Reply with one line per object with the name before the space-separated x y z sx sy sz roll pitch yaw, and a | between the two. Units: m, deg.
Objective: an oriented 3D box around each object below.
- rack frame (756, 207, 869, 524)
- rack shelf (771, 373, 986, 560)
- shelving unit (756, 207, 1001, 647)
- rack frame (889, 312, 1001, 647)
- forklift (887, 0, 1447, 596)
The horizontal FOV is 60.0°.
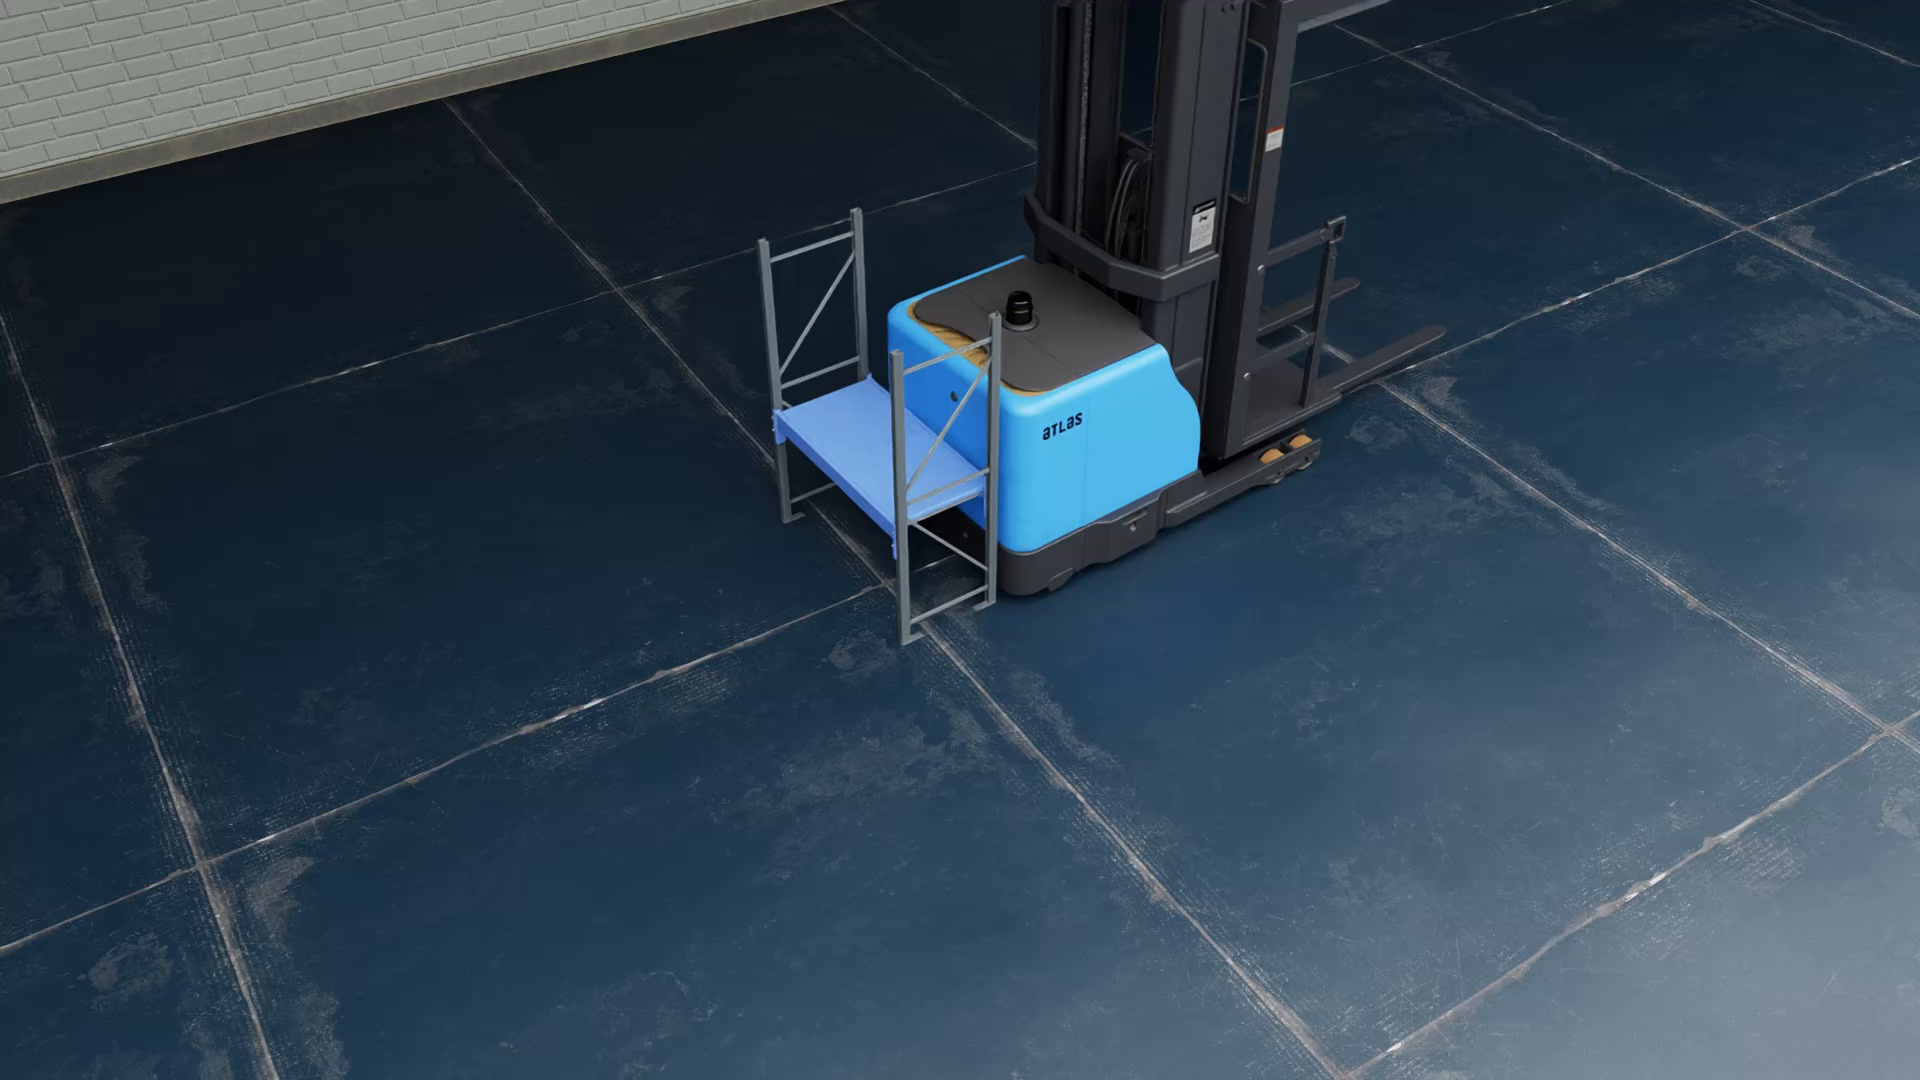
rack frame | -0.631 -0.749 7.478 0.500 1.500 0.032 -24 45 -26
rack shelf | -0.342 -0.344 7.272 0.538 0.185 1.000 -24 45 -26
shelving unit | -0.342 -0.482 7.157 0.538 1.500 1.048 -24 45 -26
rack frame | -0.052 -0.214 6.836 0.500 1.500 0.032 -24 45 -26
forklift | 1.147 -1.646 7.436 3.031 2.935 1.130 -26 46 -27
